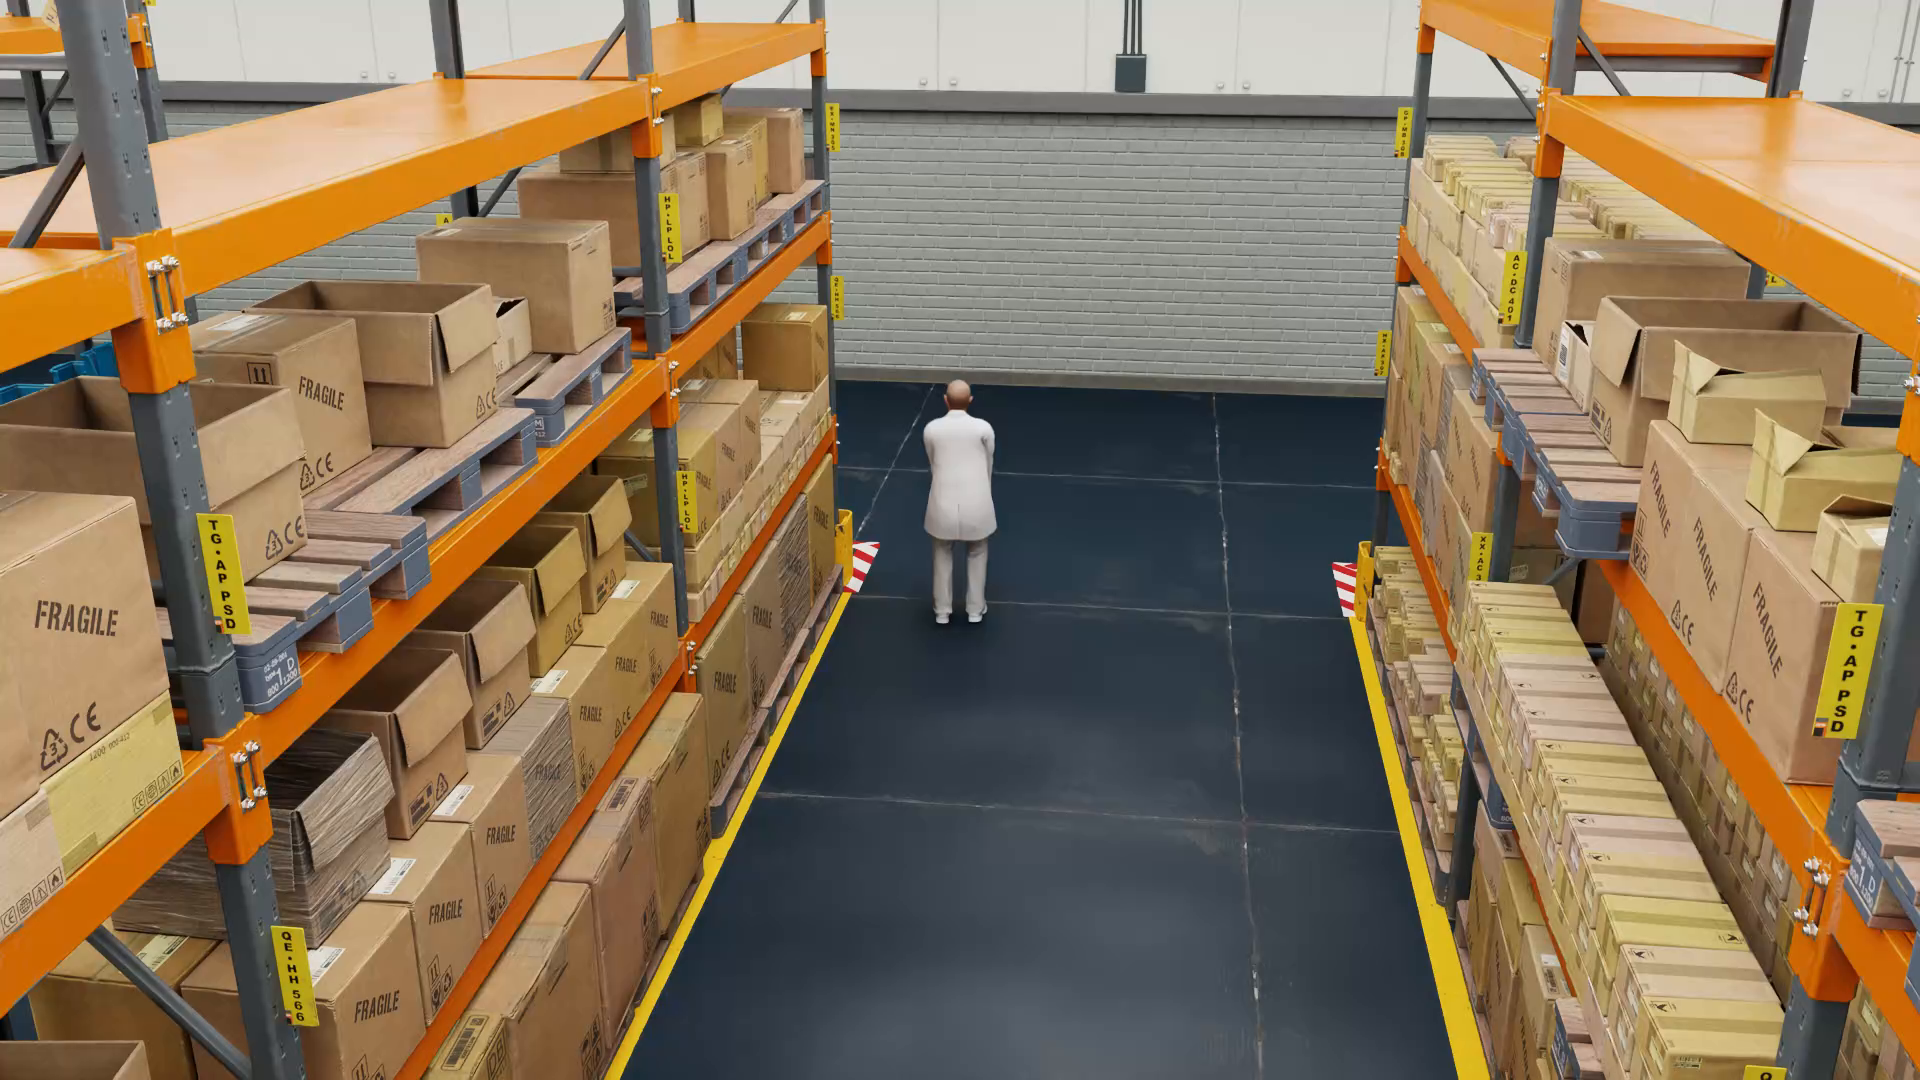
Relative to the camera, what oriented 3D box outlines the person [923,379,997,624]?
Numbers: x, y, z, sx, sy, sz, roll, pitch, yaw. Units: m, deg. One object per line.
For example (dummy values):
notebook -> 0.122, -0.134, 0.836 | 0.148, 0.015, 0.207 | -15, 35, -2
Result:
person -> 0.007, -0.296, 11.890 | 0.525, 1.777, 0.575 | 2, 21, 4
